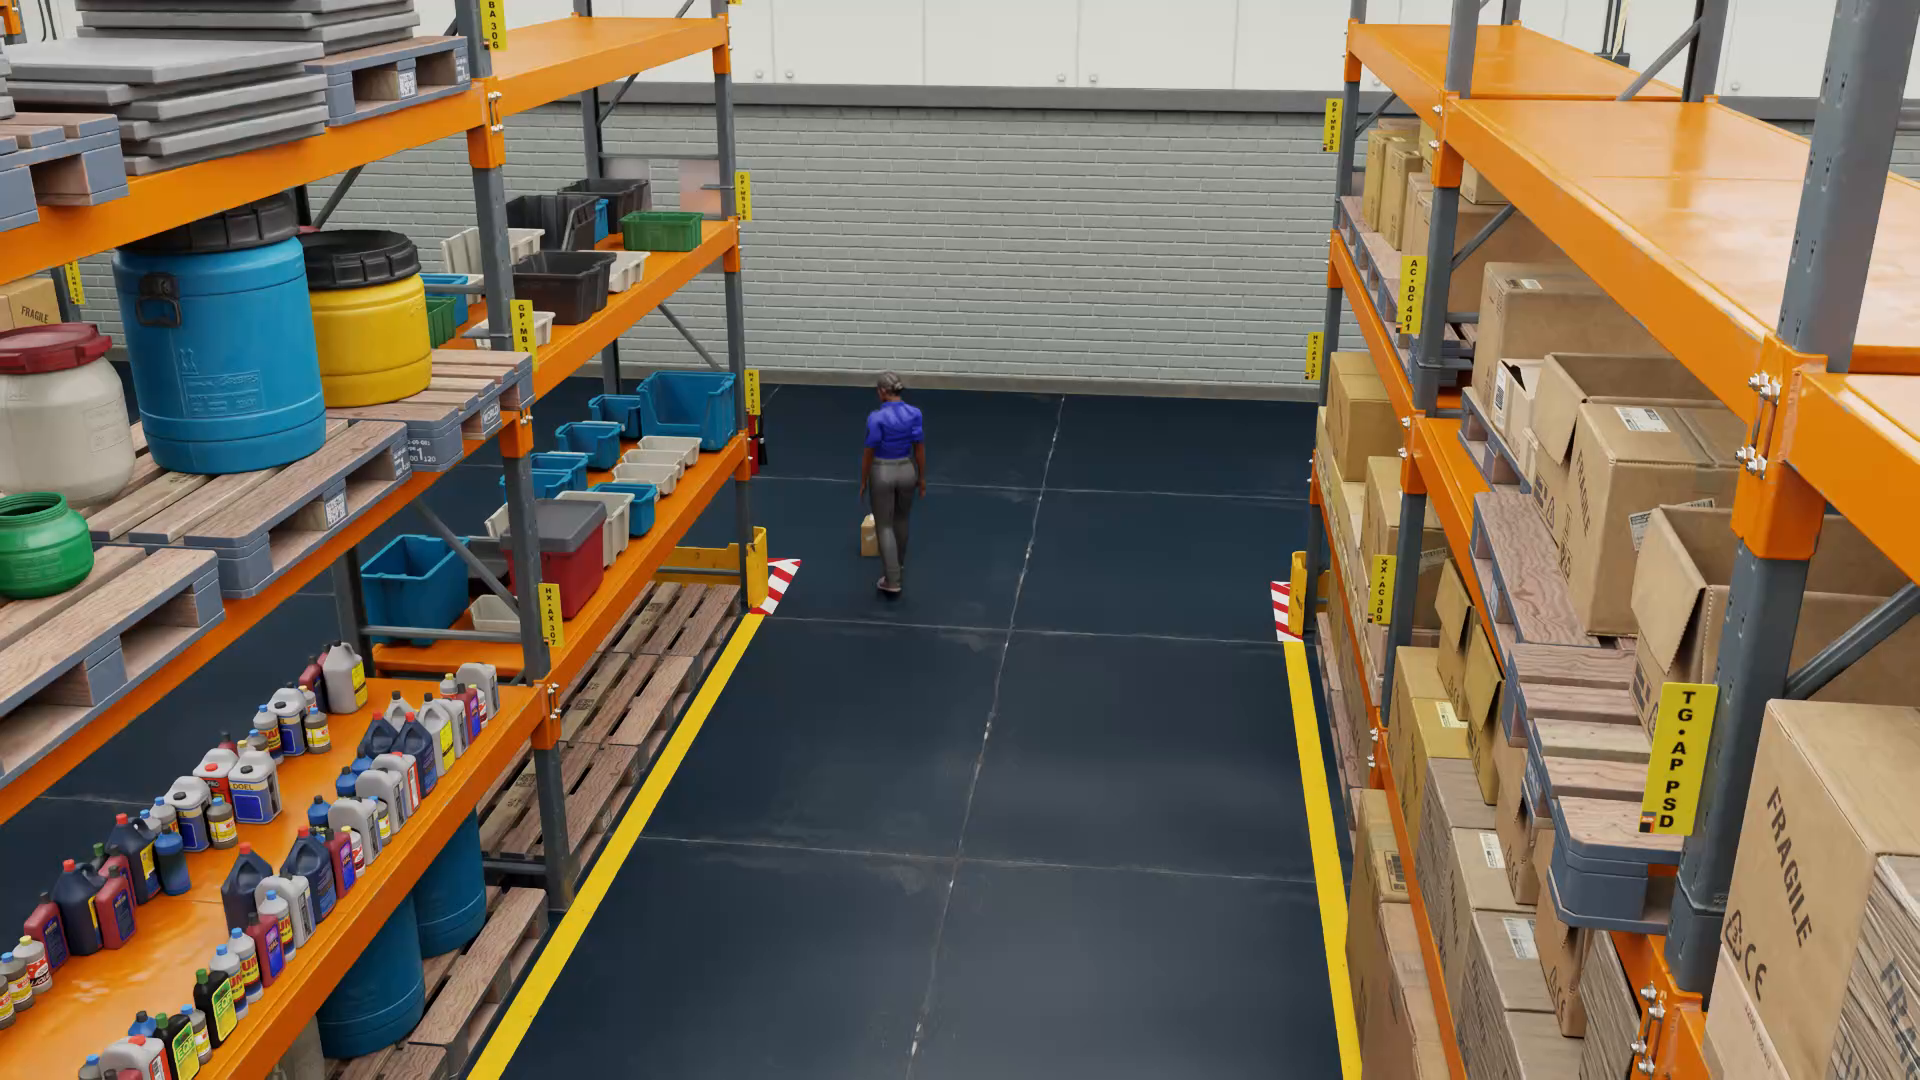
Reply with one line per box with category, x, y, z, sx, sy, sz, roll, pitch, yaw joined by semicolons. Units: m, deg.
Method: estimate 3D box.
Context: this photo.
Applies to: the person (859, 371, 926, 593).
person;-0.529;-0.464;12.276;0.495;1.614;0.744;-9;23;-22
